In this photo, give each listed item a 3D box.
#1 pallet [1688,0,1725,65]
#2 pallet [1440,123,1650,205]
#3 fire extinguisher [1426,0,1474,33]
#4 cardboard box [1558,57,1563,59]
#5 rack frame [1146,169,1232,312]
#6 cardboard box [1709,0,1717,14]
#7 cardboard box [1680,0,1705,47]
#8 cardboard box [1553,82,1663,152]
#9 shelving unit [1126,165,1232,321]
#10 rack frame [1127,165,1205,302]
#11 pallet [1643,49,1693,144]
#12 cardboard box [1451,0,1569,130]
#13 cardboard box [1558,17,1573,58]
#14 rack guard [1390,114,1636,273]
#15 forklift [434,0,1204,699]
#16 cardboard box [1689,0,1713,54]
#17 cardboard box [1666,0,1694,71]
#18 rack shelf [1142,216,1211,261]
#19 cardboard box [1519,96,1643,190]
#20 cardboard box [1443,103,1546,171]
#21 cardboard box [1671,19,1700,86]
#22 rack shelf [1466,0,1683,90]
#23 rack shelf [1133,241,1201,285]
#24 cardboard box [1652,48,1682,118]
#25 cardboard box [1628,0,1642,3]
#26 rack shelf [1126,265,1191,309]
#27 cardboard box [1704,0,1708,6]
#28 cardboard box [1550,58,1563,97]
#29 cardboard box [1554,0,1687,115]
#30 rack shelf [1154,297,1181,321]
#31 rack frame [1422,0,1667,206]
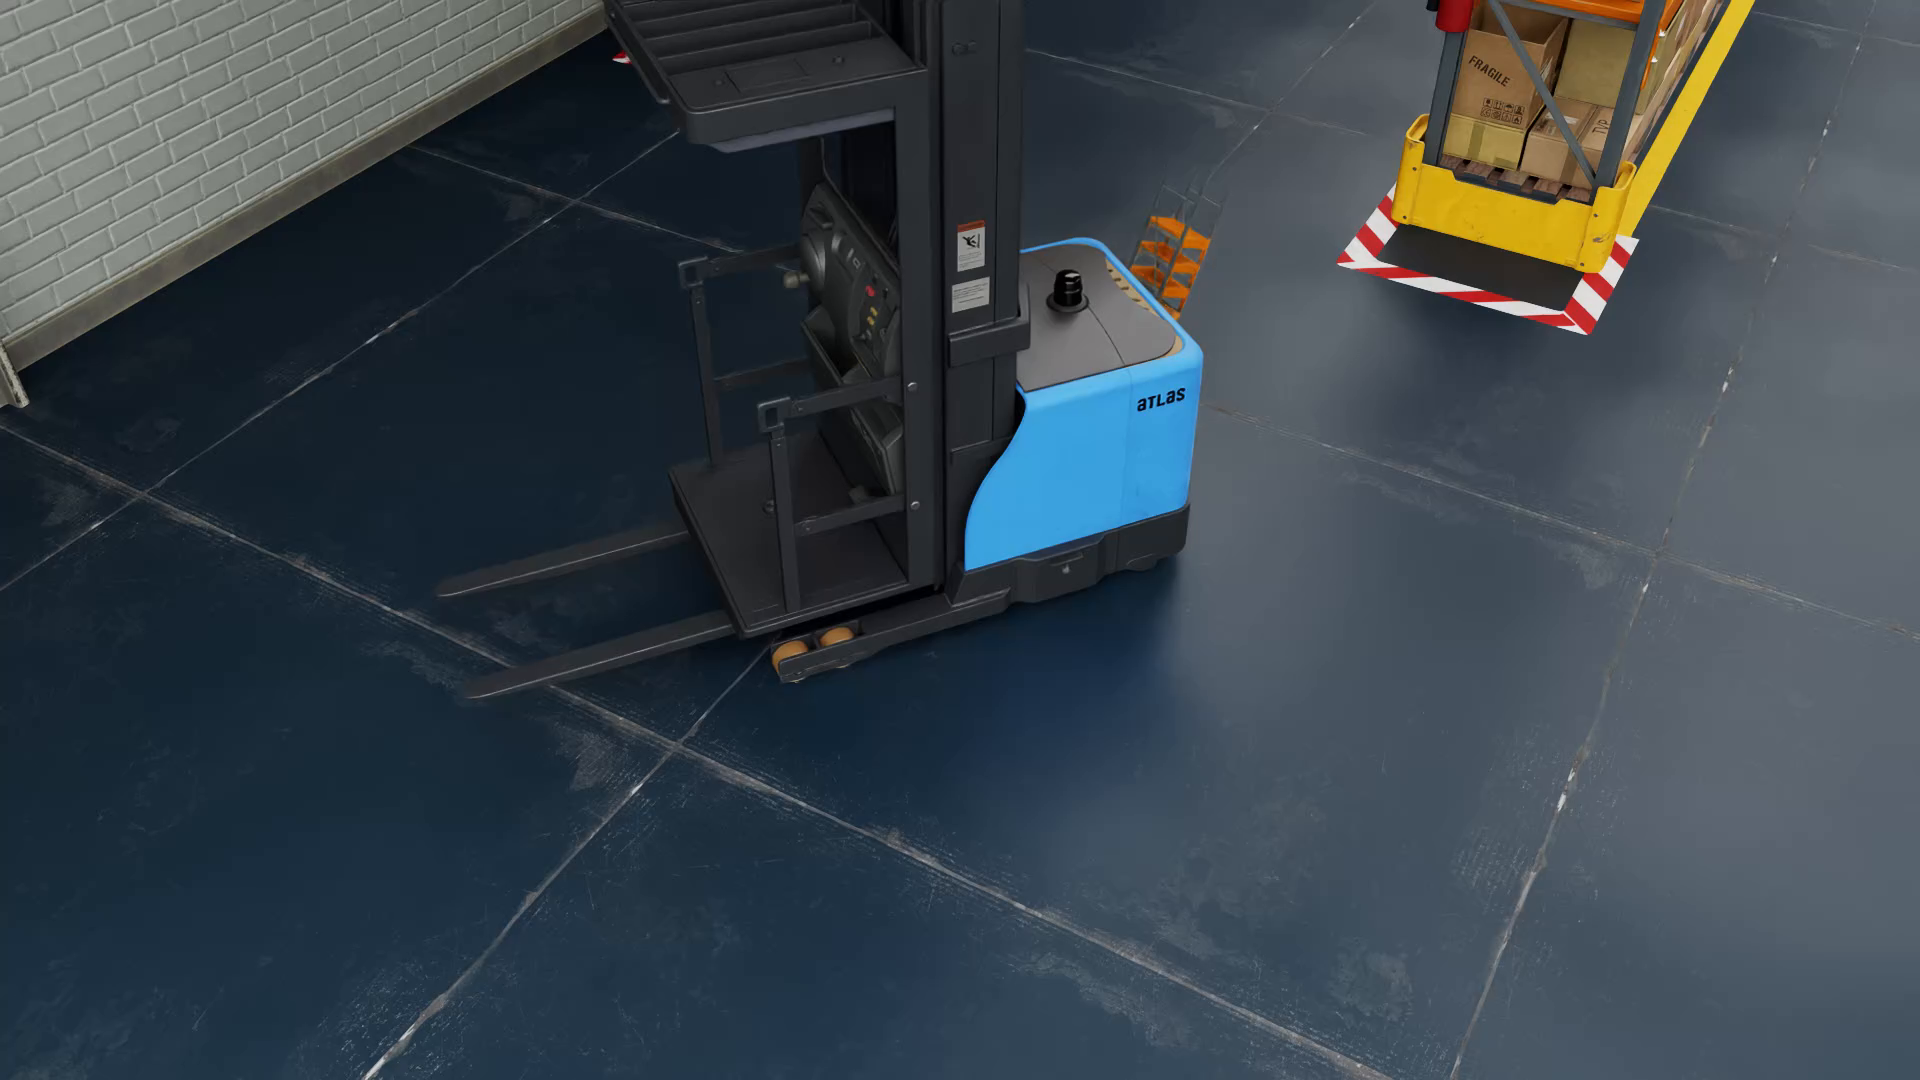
[{"bbox_3d":[4.556,-3.637,11.221,1.003,0.211,1.213,21,45,22],"label":"pallet"},{"bbox_3d":[3.335,-2.241,9.635,1.003,0.211,1.213,21,45,22],"label":"pallet"},{"bbox_3d":[2.527,-2.893,8.324,0.296,0.674,0.183,21,45,22],"label":"fire extinguisher"},{"bbox_3d":[3.489,-2.943,10.085,0.500,0.250,0.500,21,45,22],"label":"cardboard box"},{"bbox_3d":[0.932,-1.097,7.659,0.006,1.200,0.240,-5,35,-43],"label":"rack frame"},{"bbox_3d":[4.688,-3.630,10.865,0.500,0.250,0.500,21,45,22],"label":"cardboard box"},{"bbox_3d":[4.202,-3.334,9.962,0.500,0.500,0.500,21,45,22],"label":"cardboard box"},{"bbox_3d":[3.696,-2.483,9.562,0.500,0.250,0.500,21,45,22],"label":"cardboard box"},{"bbox_3d":[0.866,-1.091,7.597,0.189,1.200,0.258,-5,35,-43],"label":"shelving unit"},{"bbox_3d":[0.799,-1.085,7.534,0.006,1.200,0.240,-5,35,-43],"label":"rack frame"},{"bbox_3d":[3.946,-2.937,10.425,1.003,0.211,1.213,21,45,22],"label":"pallet"},{"bbox_3d":[2.999,-2.649,9.183,0.500,0.500,0.500,21,45,22],"label":"cardboard box"},{"bbox_3d":[3.487,-3.226,9.839,0.500,0.500,0.500,21,45,22],"label":"cardboard box"},{"bbox_3d":[2.976,-1.884,9.012,1.175,0.500,0.348,21,45,22],"label":"rack guard"},{"bbox_3d":[-0.596,-0.934,6.093,3.031,2.935,1.130,-16,44,-17],"label":"forklift"},{"bbox_3d":[4.451,-3.339,10.535,0.500,0.250,0.500,21,45,22],"label":"cardboard box"},{"bbox_3d":[3.937,-3.054,9.643,0.500,0.500,0.500,21,45,22],"label":"cardboard box"},{"bbox_3d":[0.966,-1.358,7.463,0.180,0.103,0.258,-5,35,-43],"label":"rack shelf"},{"bbox_3d":[3.449,-2.195,9.236,0.500,0.250,0.500,21,45,22],"label":"cardboard box"},{"bbox_3d":[3.001,-2.366,9.430,0.500,0.250,0.500,21,45,22],"label":"cardboard box"},{"bbox_3d":[4.201,-3.053,10.210,0.500,0.250,0.500,21,45,22],"label":"cardboard box"},{"bbox_3d":[3.989,-3.711,9.738,1.077,0.370,4.000,21,45,22],"label":"rack shelf"},{"bbox_3d":[0.928,-1.257,7.514,0.180,0.103,0.258,-5,35,-43],"label":"rack shelf"},{"bbox_3d":[3.947,-2.768,9.887,0.500,0.250,0.500,21,45,22],"label":"cardboard box"},{"bbox_3d":[3.233,-3.137,8.467,0.700,0.500,0.500,21,45,22],"label":"cardboard box"},{"bbox_3d":[0.890,-1.155,7.565,0.180,0.103,0.258,-5,35,-43],"label":"rack shelf"},{"bbox_3d":[4.440,-3.625,10.292,0.500,0.500,0.500,21,45,22],"label":"cardboard box"},{"bbox_3d":[3.240,-2.657,9.760,0.500,0.250,0.500,21,45,22],"label":"cardboard box"},{"bbox_3d":[3.698,-2.763,9.314,0.500,0.500,0.500,21,45,22],"label":"cardboard box"},{"bbox_3d":[0.852,-1.053,7.615,0.180,0.103,0.258,-5,35,-43],"label":"rack shelf"},{"bbox_3d":[2.988,-2.836,8.201,1.000,3.000,0.127,21,45,22],"label":"rack frame"}]
